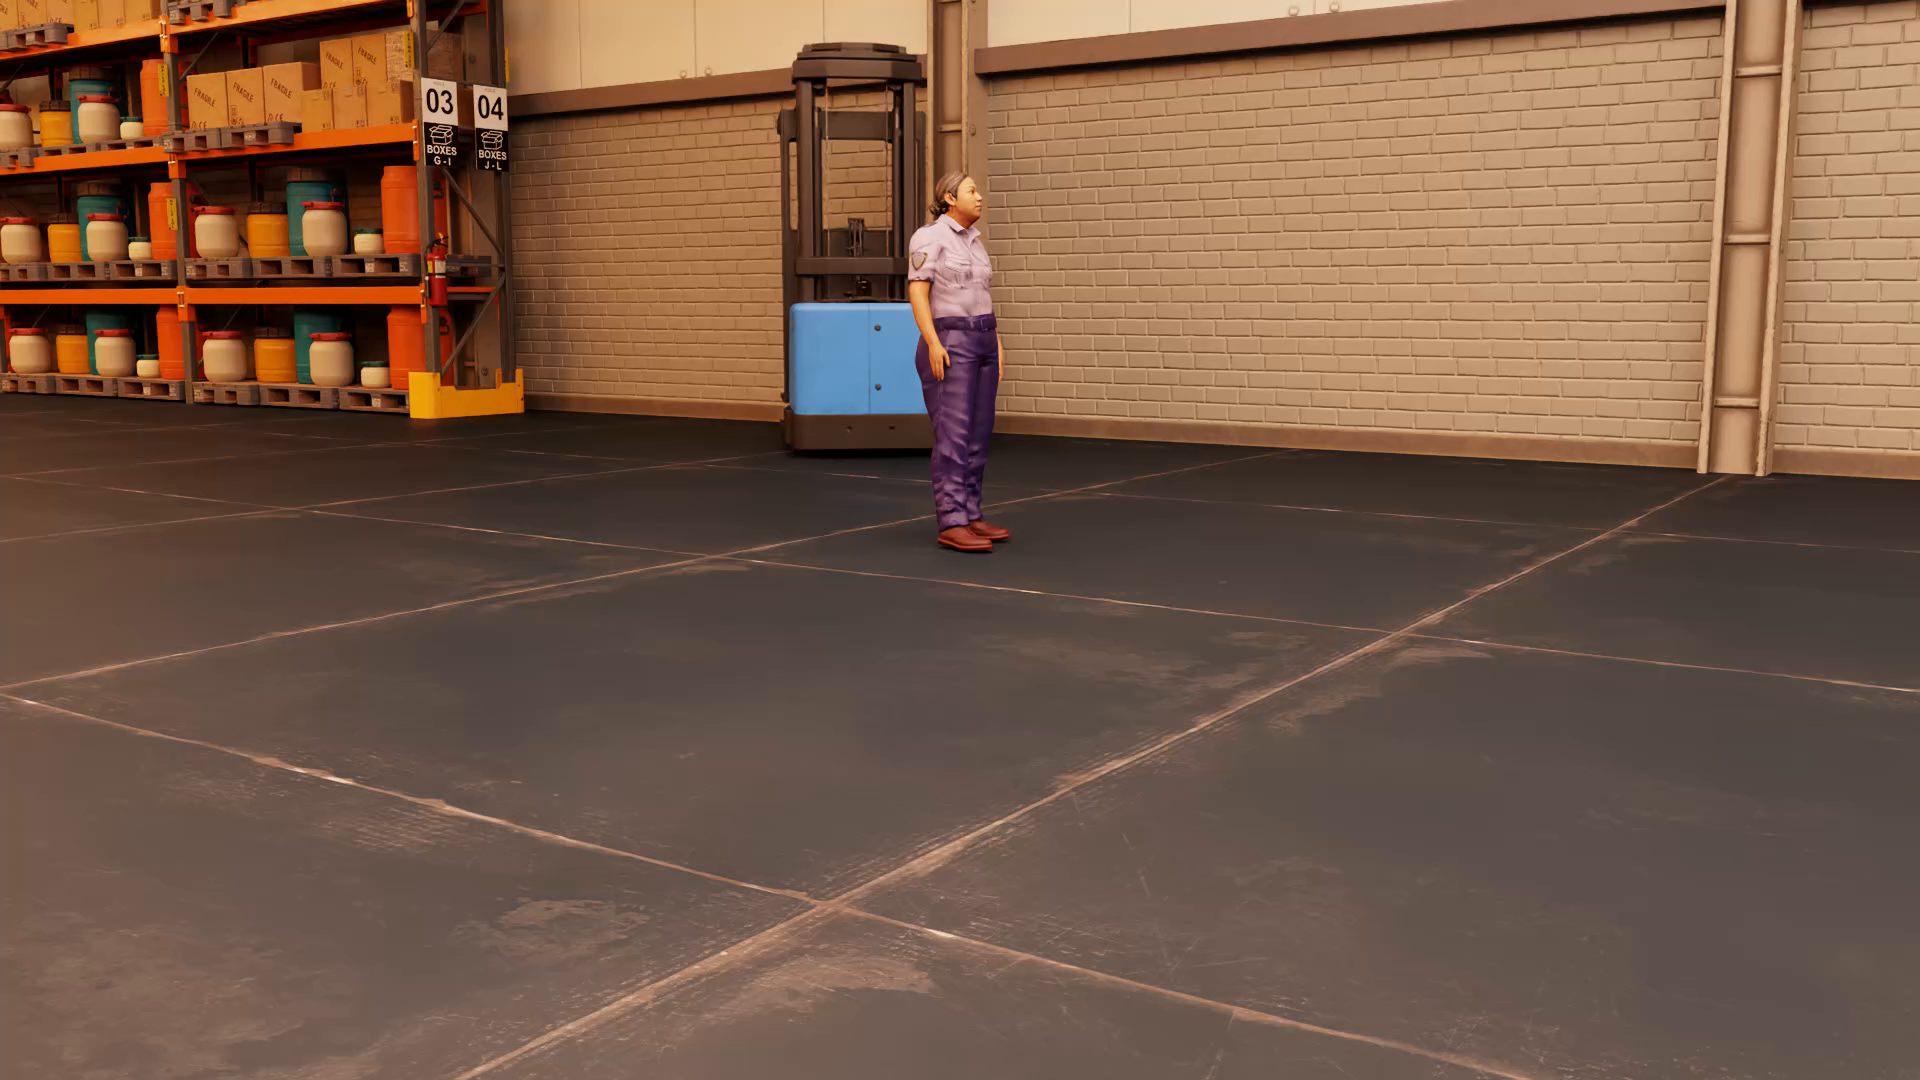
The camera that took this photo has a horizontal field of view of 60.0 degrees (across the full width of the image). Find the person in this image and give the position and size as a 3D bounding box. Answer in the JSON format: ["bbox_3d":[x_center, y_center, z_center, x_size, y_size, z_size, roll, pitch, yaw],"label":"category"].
[{"bbox_3d":[0.062,-0.813,7.418,0.502,1.651,0.598,5,10,34],"label":"person"}]

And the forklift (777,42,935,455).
[{"bbox_3d":[-0.836,-2.223,12.823,1.130,2.935,3.031,-1,8,-8],"label":"forklift"}]
